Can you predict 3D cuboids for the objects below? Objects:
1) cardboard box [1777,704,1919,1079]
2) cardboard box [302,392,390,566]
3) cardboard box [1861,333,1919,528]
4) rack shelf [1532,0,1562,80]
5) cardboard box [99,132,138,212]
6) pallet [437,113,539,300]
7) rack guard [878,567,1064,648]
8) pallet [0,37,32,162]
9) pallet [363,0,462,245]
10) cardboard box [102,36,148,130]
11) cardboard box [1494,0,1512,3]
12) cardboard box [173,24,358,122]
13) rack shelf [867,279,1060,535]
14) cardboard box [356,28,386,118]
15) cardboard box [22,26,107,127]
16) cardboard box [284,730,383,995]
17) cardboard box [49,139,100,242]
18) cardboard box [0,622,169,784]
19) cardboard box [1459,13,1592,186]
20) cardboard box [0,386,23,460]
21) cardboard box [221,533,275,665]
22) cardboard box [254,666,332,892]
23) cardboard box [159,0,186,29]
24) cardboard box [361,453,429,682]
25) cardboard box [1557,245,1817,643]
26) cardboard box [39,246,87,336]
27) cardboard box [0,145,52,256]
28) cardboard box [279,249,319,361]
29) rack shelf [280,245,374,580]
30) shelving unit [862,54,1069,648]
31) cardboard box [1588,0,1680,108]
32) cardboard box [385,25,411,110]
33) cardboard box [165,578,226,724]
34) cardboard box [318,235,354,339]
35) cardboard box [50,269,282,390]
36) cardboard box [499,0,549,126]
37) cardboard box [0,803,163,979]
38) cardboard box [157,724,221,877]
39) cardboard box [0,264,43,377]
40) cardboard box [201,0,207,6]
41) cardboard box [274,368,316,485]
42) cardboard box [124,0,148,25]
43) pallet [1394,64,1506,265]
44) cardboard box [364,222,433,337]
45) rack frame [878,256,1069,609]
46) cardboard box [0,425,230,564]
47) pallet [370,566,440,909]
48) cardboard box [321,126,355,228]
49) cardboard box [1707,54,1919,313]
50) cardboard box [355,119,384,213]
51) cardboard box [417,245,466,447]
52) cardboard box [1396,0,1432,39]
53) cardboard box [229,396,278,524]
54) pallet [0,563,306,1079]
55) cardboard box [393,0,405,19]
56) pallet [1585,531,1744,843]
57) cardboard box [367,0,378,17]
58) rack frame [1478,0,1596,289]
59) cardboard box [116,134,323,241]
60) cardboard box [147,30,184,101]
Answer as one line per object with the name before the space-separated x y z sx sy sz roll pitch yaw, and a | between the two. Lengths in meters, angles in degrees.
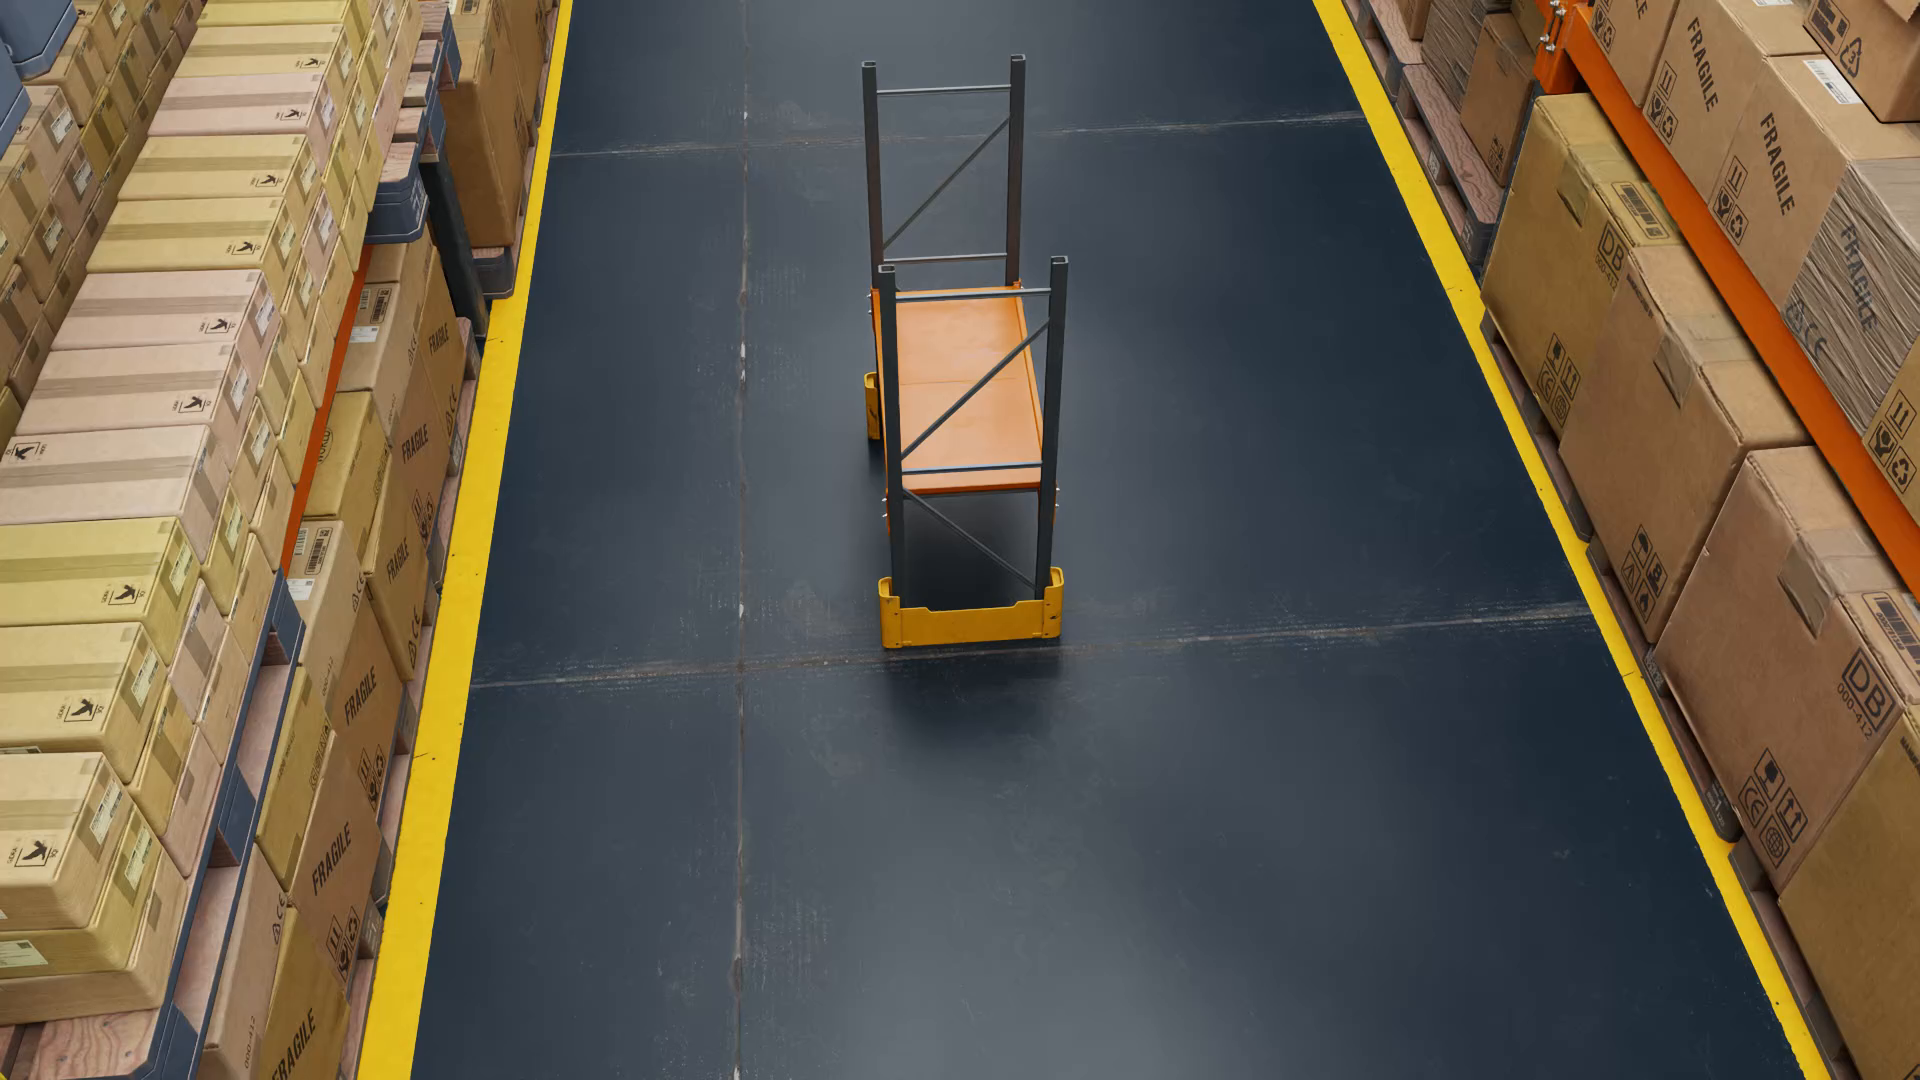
cardboard box | 2.861 0.962 3.948 1.225 0.875 0.875 -3 47 -3
cardboard box | -1.953 -0.159 4.750 0.500 0.250 0.500 -2 47 -2
cardboard box | 2.538 -0.255 3.857 0.500 0.500 0.500 -4 47 -4
rack shelf | 2.432 -3.257 7.264 1.077 0.370 4.000 -3 47 -3
cardboard box | -2.446 -0.966 4.483 0.380 0.149 0.250 -2 47 -1
pallet | -2.342 -1.445 6.973 1.003 0.211 1.213 -3 47 -3
rack guard | 0.035 0.219 5.370 0.587 0.250 0.087 -3 47 -3
pallet | -1.962 -0.354 2.083 1.213 0.211 1.003 -3 47 -3
pallet | -2.186 -1.253 5.003 1.213 0.211 1.003 -3 47 -3
cardboard box | -2.461 -1.238 4.535 0.380 0.149 0.250 -5 47 -5
cardboard box | 2.459 -2.473 6.928 0.500 0.250 0.500 1 47 1
cardboard box | -1.787 -1.200 4.295 0.380 0.149 0.250 -2 47 -2
rack shelf | -0.007 -0.454 5.395 0.538 0.185 1.000 -3 47 -3
cardboard box | -1.808 -1.276 4.571 0.380 0.149 0.250 -2 47 -2
cardboard box | -2.443 -1.181 4.277 0.380 0.149 0.250 -5 47 -5
cardboard box | -1.860 0.847 4.314 0.500 0.500 0.500 -2 47 -1
cardboard box | -2.419 -0.875 4.192 0.380 0.149 0.250 -3 47 -3
cardboard box | -1.621 0.289 2.885 0.380 0.149 0.250 -2 47 -2
cardboard box | 2.524 -1.832 6.838 0.700 0.500 0.500 -6 47 -5
cardboard box | -2.359 -0.210 3.767 0.380 0.149 0.250 -2 47 -2
cardboard box | -1.657 0.131 3.443 0.380 0.149 0.250 -3 47 -3
cardboard box | -1.862 0.587 4.044 0.500 0.250 0.500 -2 47 -2
cardboard box | -2.511 -1.627 4.904 0.380 0.149 0.250 -2 47 -2
cardboard box | -1.936 0.104 5.018 0.500 0.500 0.500 -5 47 -5
cardboard box | 2.704 -0.325 5.166 1.225 0.875 0.875 -3 47 -3
cardboard box | -2.402 -0.591 4.128 0.380 0.149 0.250 -3 47 -3
cardboard box | -2.394 -0.794 3.910 0.380 0.149 0.250 -2 47 -2
cardboard box | -1.724 -0.539 3.874 0.380 0.149 0.250 -4 47 -4
rack shelf | -2.184 -0.134 4.307 1.077 0.370 4.000 -3 47 -3
shelving unit | -0.006 -0.571 5.258 0.587 1.500 1.083 -3 47 -3
cardboard box | 2.369 -1.723 5.247 0.500 0.500 0.500 -2 47 -2
cardboard box | -1.833 -1.378 4.873 0.380 0.149 0.250 -4 47 -3
cardboard box | -1.637 0.218 3.156 0.380 0.149 0.250 -2 47 -2
cardboard box | -1.750 -0.629 4.164 0.380 0.149 0.250 -2 47 -2
cardboard box | -1.700 -0.445 3.580 0.380 0.149 0.250 -2 47 -2
cardboard box | -2.389 -2.278 7.101 1.050 0.750 0.750 -3 47 -3
cardboard box | -1.591 0.592 2.802 0.380 0.149 0.250 -3 47 -3
cardboard box | -1.620 0.494 3.100 0.380 0.149 0.250 -3 47 -3
cardboard box | -2.375 -0.500 3.837 0.380 0.149 0.250 -2 47 -2
cardboard box | -2.657 -2.172 5.673 0.500 0.500 0.500 -3 47 -3
cardboard box | -1.706 -0.250 3.805 0.380 0.149 0.250 -4 47 -4
cardboard box | -2.481 -1.551 4.627 0.380 0.149 0.250 -5 47 -4
pallet | 2.536 -1.663 7.180 1.003 0.211 1.213 -3 47 -3
cardboard box | -2.033 -0.892 5.445 0.500 0.250 0.500 -4 47 -4
rack frame | 0.035 -0.210 4.916 0.500 1.500 0.032 -3 47 -3
cardboard box | -1.658 -0.078 3.232 0.380 0.149 0.250 -4 47 -4
pallet | -2.188 0.576 5.059 1.003 0.211 1.213 -3 47 -3
cardboard box | -1.769 -0.915 4.229 0.380 0.149 0.250 -4 47 -4
cardboard box | 2.461 -0.980 4.543 0.500 0.500 0.500 -4 47 -4
cardboard box | -1.794 -1.011 4.525 0.380 0.149 0.250 -4 47 -4
cardboard box | -2.036 -0.653 5.735 0.500 0.500 0.500 -4 47 -3
cardboard box | 2.410 -2.642 7.605 0.700 0.500 0.500 0 47 0
cardboard box | -1.684 -0.165 3.519 0.380 0.149 0.250 -2 47 -2
pallet | -1.936 0.570 3.277 1.003 0.211 1.213 -3 47 -3
cardboard box | -1.856 -1.659 4.934 0.380 0.149 0.250 -3 47 -2
pallet | 2.690 0.358 5.266 1.003 0.211 1.213 -3 47 -3
cardboard box | -1.835 -1.583 4.657 0.380 0.149 0.250 -4 47 -4
rack frame | 2.600 -2.057 5.632 1.000 3.000 0.127 -3 47 -3
cardboard box | -1.747 -0.829 3.943 0.380 0.149 0.250 -1 47 -1
cardboard box | -2.493 -1.356 4.852 0.380 0.149 0.250 -1 47 -1
